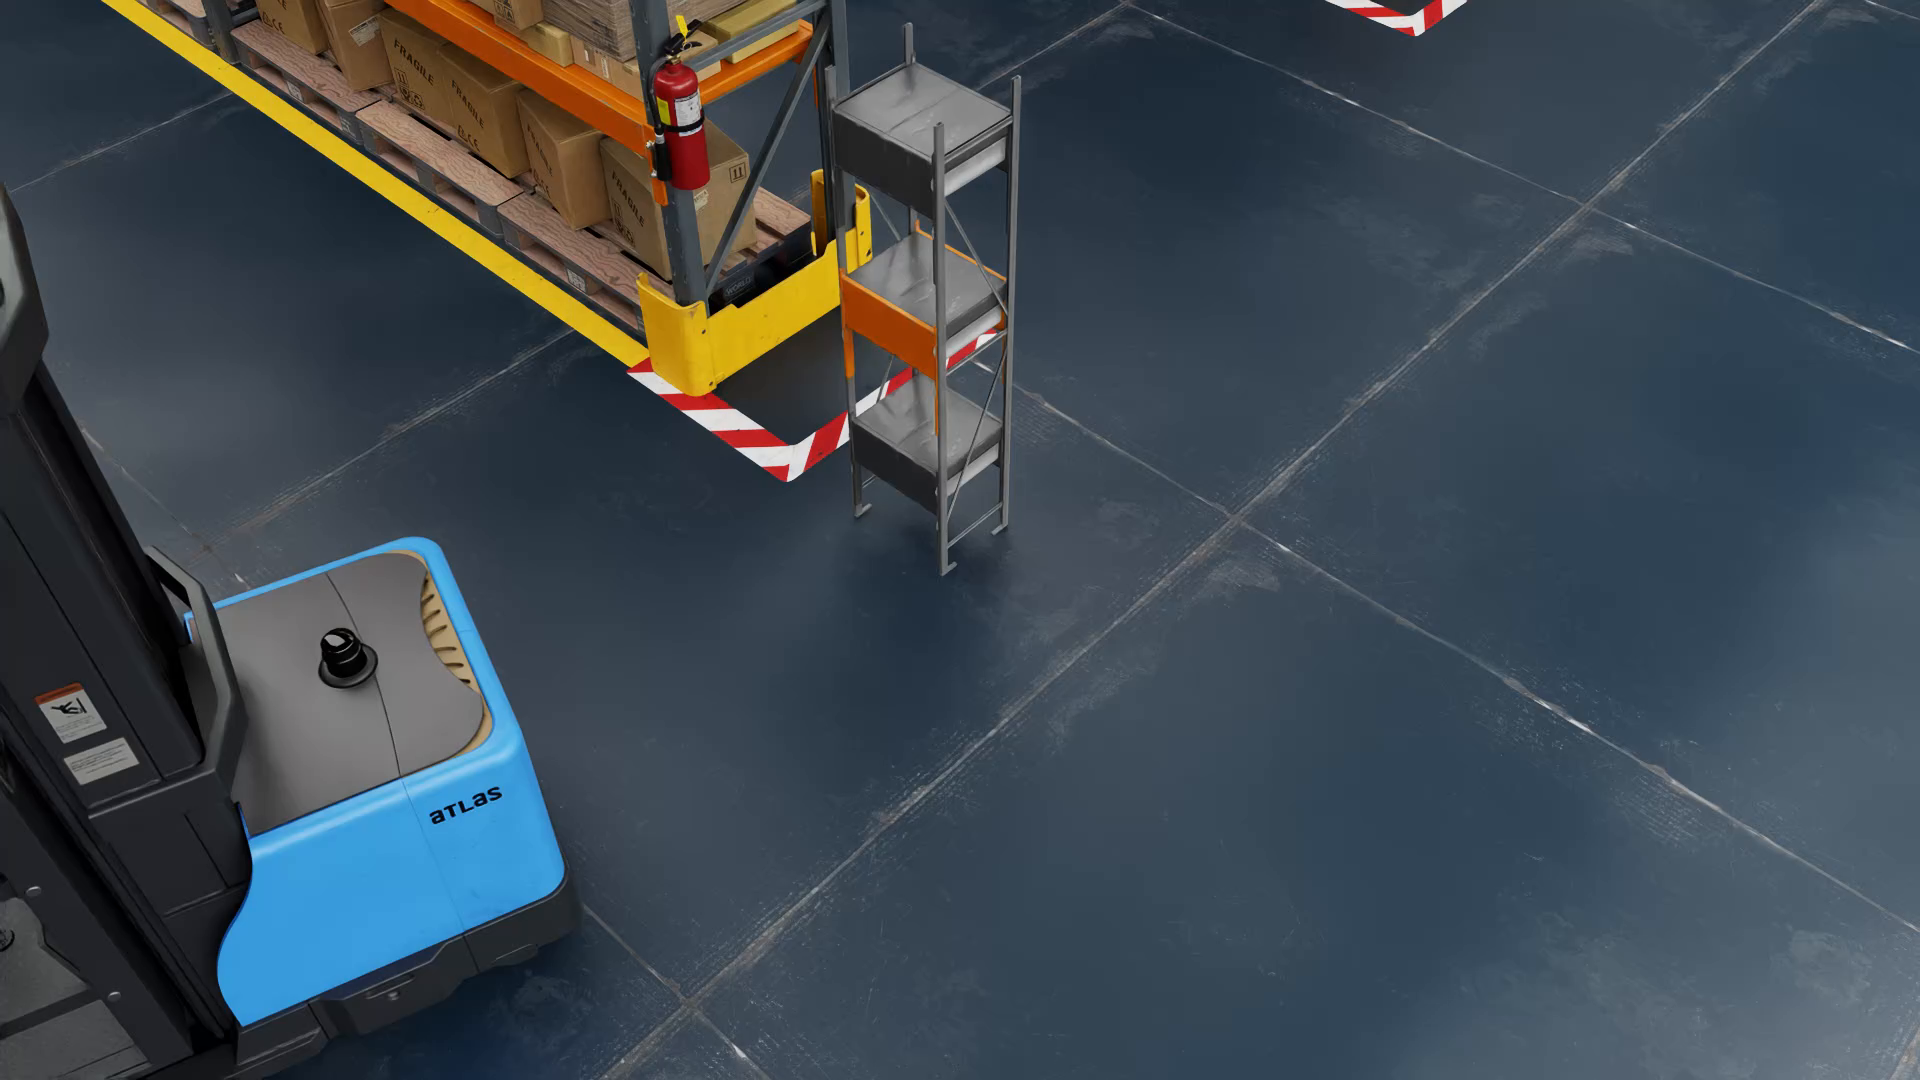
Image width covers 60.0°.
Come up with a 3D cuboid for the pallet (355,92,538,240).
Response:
[{"bbox_3d":[-2.379,-2.117,8.702,1.213,0.211,1.003,34,55,28],"label":"pallet"}]

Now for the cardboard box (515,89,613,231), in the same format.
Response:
[{"bbox_3d":[-1.768,-1.893,8.005,0.500,0.500,0.500,-25,52,-21],"label":"cardboard box"}]

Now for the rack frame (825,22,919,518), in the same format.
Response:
[{"bbox_3d":[-0.301,-0.921,6.283,0.015,2.100,0.400,34,55,28],"label":"rack frame"}]

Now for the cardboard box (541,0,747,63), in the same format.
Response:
[{"bbox_3d":[-1.243,-2.433,6.813,0.500,0.500,0.875,34,55,28],"label":"cardboard box"}]

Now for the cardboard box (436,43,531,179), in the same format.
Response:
[{"bbox_3d":[-2.215,-2.213,8.305,0.500,0.500,0.500,-33,55,-27],"label":"cardboard box"}]

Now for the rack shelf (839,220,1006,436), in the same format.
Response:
[{"bbox_3d":[-0.122,-0.791,6.180,0.480,0.518,0.431,34,55,28],"label":"rack shelf"}]

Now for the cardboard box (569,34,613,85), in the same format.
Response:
[{"bbox_3d":[-1.391,-2.078,6.925,0.250,0.149,0.380,34,55,28],"label":"cardboard box"}]

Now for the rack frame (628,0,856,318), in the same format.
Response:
[{"bbox_3d":[-0.858,-2.010,6.688,0.127,3.000,1.000,34,55,28],"label":"rack frame"}]

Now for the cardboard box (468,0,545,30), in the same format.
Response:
[{"bbox_3d":[-1.692,-2.616,6.984,0.500,0.500,0.875,34,55,28],"label":"cardboard box"}]

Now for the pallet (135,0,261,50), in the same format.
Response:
[{"bbox_3d":[-4.370,-3.418,9.923,1.213,0.211,1.003,34,55,28],"label":"pallet"}]

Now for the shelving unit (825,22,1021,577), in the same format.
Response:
[{"bbox_3d":[-0.122,-0.801,6.170,0.503,2.100,0.431,34,55,28],"label":"shelving unit"}]

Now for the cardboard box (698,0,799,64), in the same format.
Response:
[{"bbox_3d":[-0.906,-2.193,7.032,0.250,0.149,0.380,34,55,28],"label":"cardboard box"}]

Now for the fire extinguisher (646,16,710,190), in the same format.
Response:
[{"bbox_3d":[-1.086,-1.680,6.432,0.183,0.674,0.296,34,55,28],"label":"fire extinguisher"}]

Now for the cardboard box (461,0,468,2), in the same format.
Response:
[{"bbox_3d":[-2.137,-2.564,7.380,0.250,0.149,0.380,34,55,28],"label":"cardboard box"}]

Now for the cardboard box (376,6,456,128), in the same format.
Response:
[{"bbox_3d":[-2.595,-2.513,8.587,0.500,0.500,0.500,29,53,25],"label":"cardboard box"}]

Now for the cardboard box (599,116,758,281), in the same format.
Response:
[{"bbox_3d":[-1.305,-1.616,7.745,0.500,0.500,0.500,-28,53,-24],"label":"cardboard box"}]

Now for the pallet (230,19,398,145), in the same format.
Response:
[{"bbox_3d":[-3.280,-2.720,9.268,1.213,0.211,1.003,34,55,28],"label":"pallet"}]

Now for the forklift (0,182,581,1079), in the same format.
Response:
[{"bbox_3d":[-2.818,0.515,4.365,3.031,2.935,1.130,-21,50,-19],"label":"forklift"}]

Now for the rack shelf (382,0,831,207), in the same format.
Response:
[{"bbox_3d":[-2.328,-2.753,7.879,4.000,0.370,1.077,34,55,28],"label":"rack shelf"}]

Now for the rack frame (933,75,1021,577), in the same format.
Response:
[{"bbox_3d":[0.058,-0.680,6.057,0.015,2.100,0.400,34,55,28],"label":"rack frame"}]

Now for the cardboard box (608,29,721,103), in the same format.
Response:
[{"bbox_3d":[-1.207,-1.955,6.808,0.250,0.149,0.380,34,55,28],"label":"cardboard box"}]

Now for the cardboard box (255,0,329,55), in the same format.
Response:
[{"bbox_3d":[-3.531,-3.057,9.098,0.500,0.500,0.500,32,55,27],"label":"cardboard box"}]

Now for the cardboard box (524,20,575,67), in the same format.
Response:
[{"bbox_3d":[-1.609,-2.174,7.015,0.250,0.149,0.380,34,55,28],"label":"cardboard box"}]

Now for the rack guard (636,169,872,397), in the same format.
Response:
[{"bbox_3d":[-0.914,-1.192,7.635,0.348,0.500,1.175,34,55,28],"label":"rack guard"}]

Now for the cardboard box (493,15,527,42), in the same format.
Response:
[{"bbox_3d":[-1.783,-2.306,7.139,0.250,0.149,0.380,34,55,28],"label":"cardboard box"}]

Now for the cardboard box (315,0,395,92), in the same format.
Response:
[{"bbox_3d":[-3.104,-2.778,8.836,0.500,0.500,0.500,-22,51,-19],"label":"cardboard box"}]

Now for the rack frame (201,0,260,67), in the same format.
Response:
[{"bbox_3d":[-3.797,-3.988,8.545,0.127,3.000,1.000,34,55,28],"label":"rack frame"}]

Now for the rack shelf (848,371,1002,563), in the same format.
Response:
[{"bbox_3d":[-0.122,-0.312,6.690,0.480,0.518,0.431,34,55,28],"label":"rack shelf"}]

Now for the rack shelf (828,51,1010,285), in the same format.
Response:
[{"bbox_3d":[-0.122,-1.270,5.670,0.480,0.518,0.431,34,55,28],"label":"rack shelf"}]

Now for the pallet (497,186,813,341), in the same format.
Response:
[{"bbox_3d":[-1.487,-1.514,8.135,1.213,0.211,1.003,34,55,28],"label":"pallet"}]
